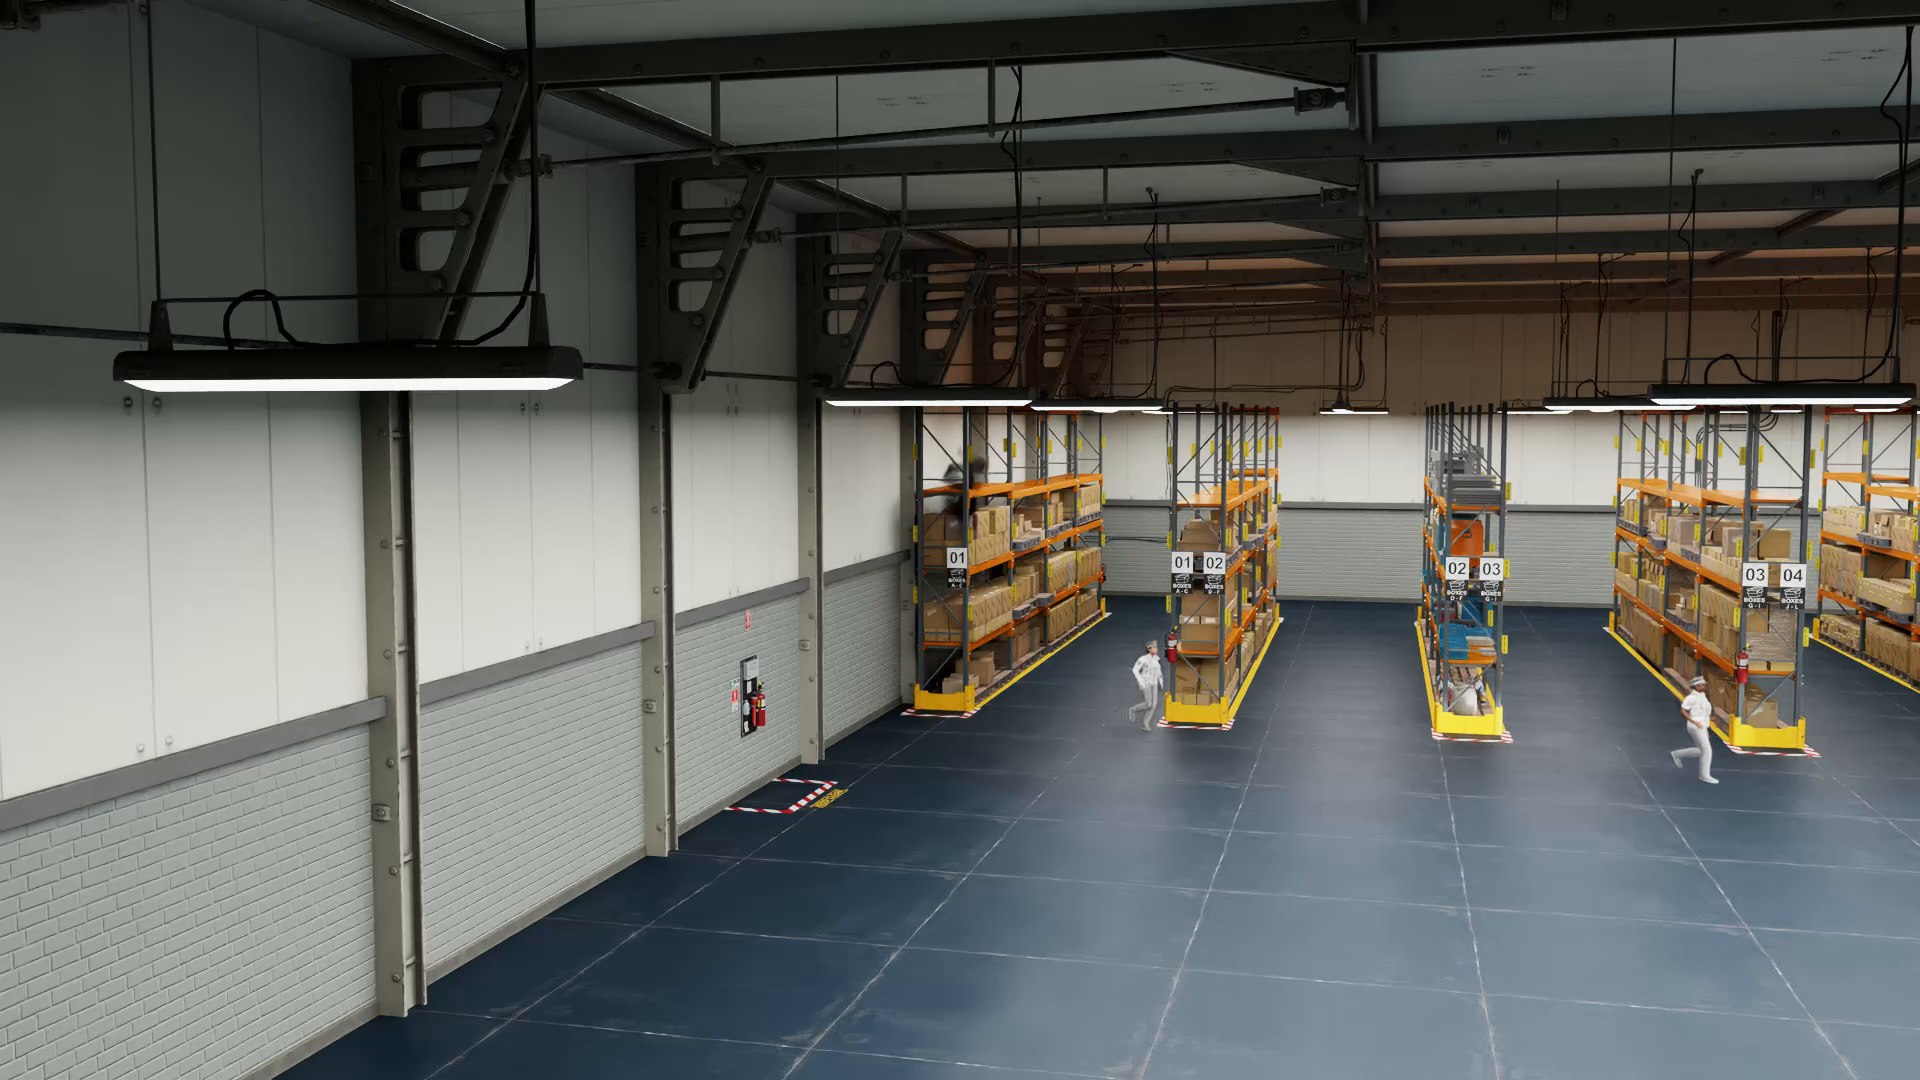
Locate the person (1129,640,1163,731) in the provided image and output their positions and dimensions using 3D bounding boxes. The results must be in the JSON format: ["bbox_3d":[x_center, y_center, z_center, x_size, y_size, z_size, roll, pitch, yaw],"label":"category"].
[{"bbox_3d":[3.492,2.650,30.589,0.659,1.624,0.604,-3,5,-34],"label":"person"}]

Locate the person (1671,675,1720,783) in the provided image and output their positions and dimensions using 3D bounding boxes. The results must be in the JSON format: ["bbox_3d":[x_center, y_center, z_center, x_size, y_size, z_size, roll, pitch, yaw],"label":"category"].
[{"bbox_3d":[11.609,2.964,26.248,0.738,1.686,0.577,4,6,43],"label":"person"}]
